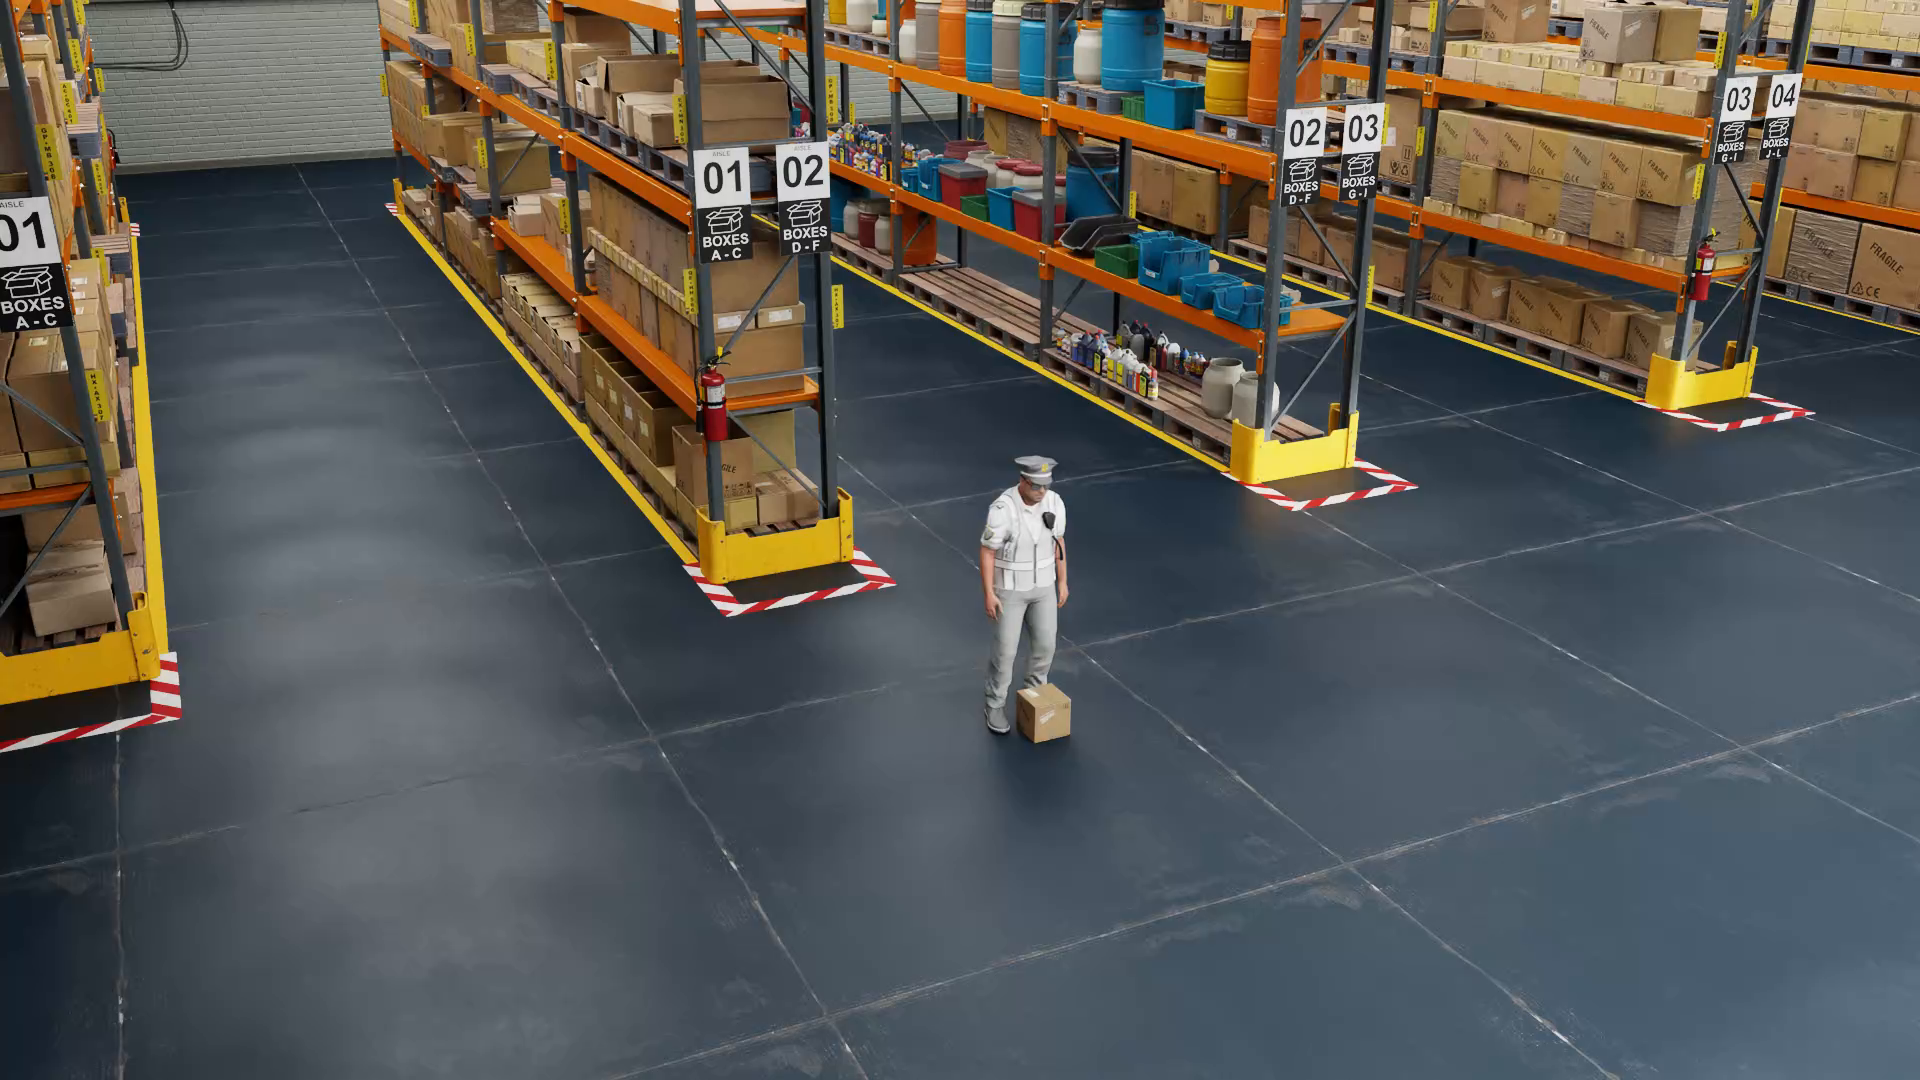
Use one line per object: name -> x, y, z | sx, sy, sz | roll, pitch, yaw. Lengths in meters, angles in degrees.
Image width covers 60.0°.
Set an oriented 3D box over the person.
person -> 0.393, 0.290, 10.295 | 0.585, 1.748, 0.432 | -10, 24, -24
